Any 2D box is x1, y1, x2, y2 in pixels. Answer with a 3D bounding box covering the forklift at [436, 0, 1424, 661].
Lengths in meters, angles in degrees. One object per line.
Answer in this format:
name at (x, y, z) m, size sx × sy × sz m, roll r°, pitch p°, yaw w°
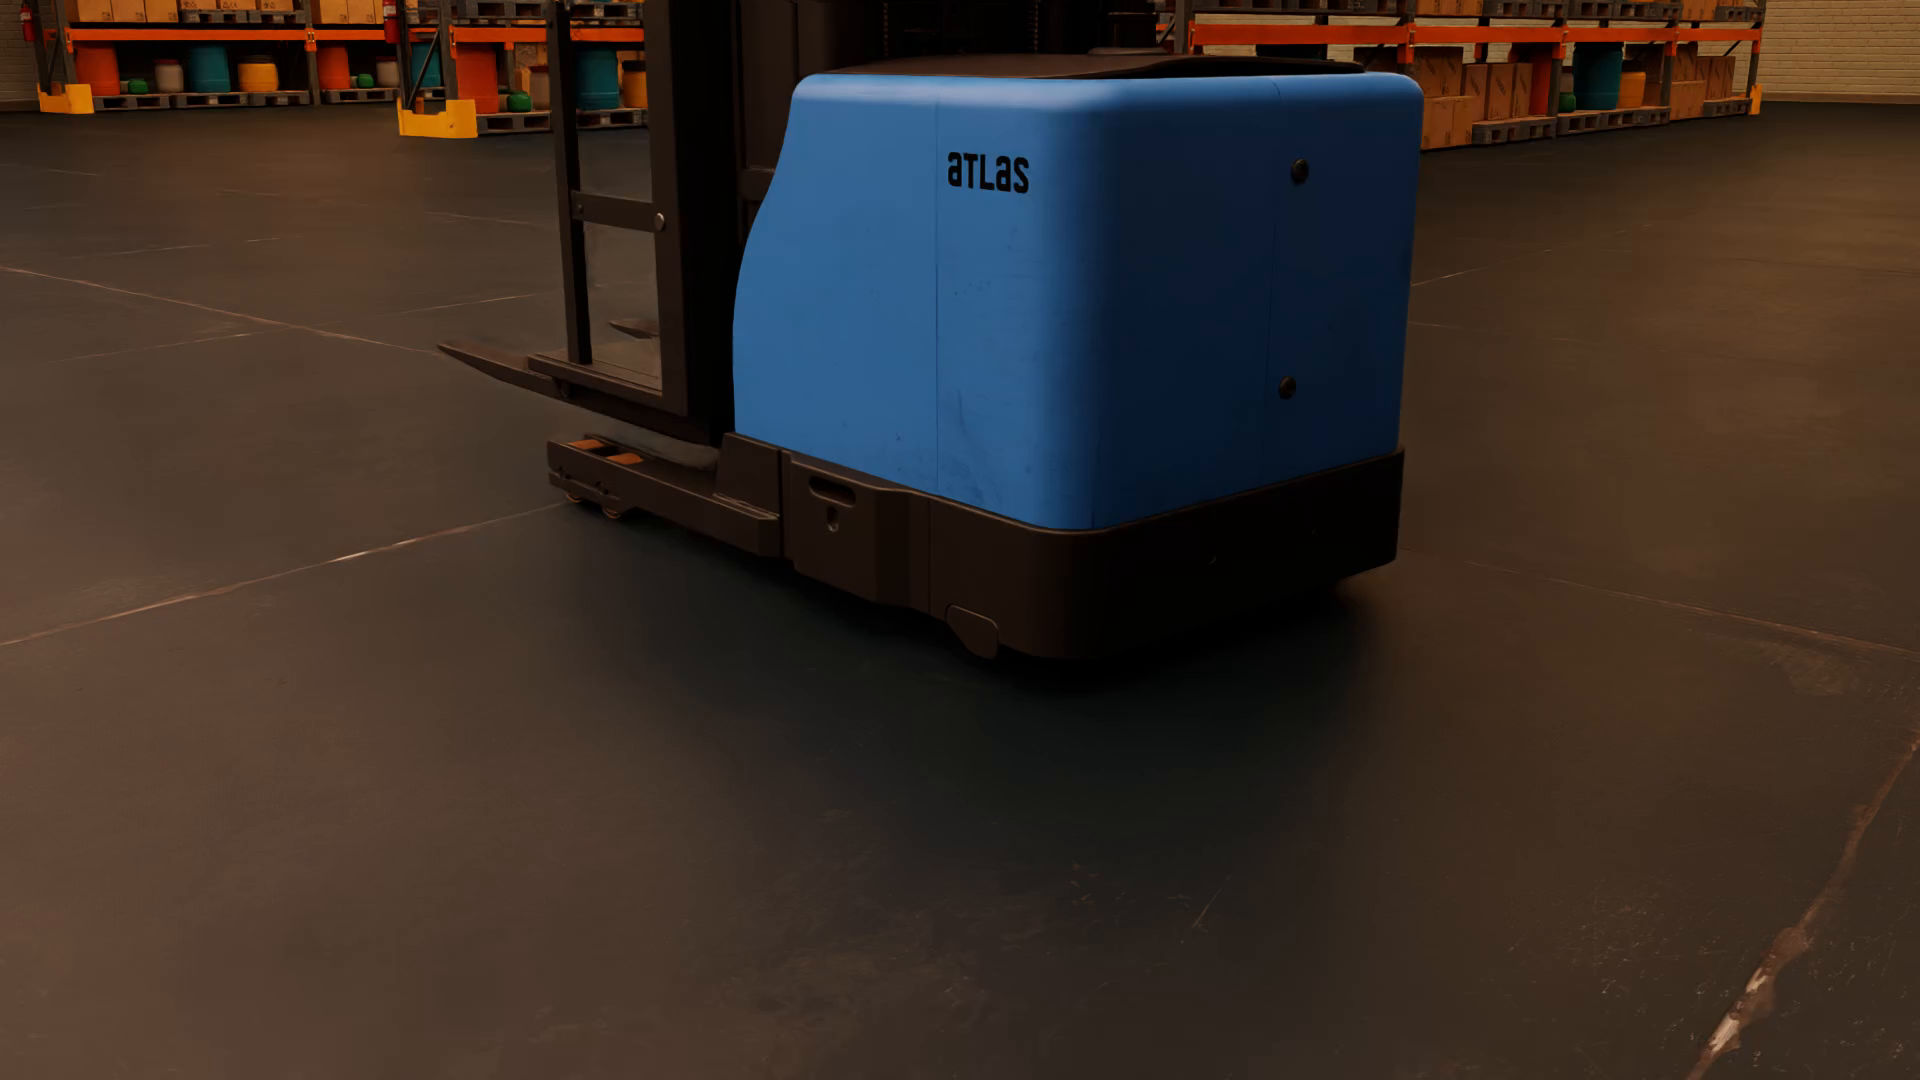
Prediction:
forklift at (-0.402, -1.536, 3.956) m, size 1.130 × 2.935 × 3.031 m, roll -14°, pitch 22°, yaw -39°
